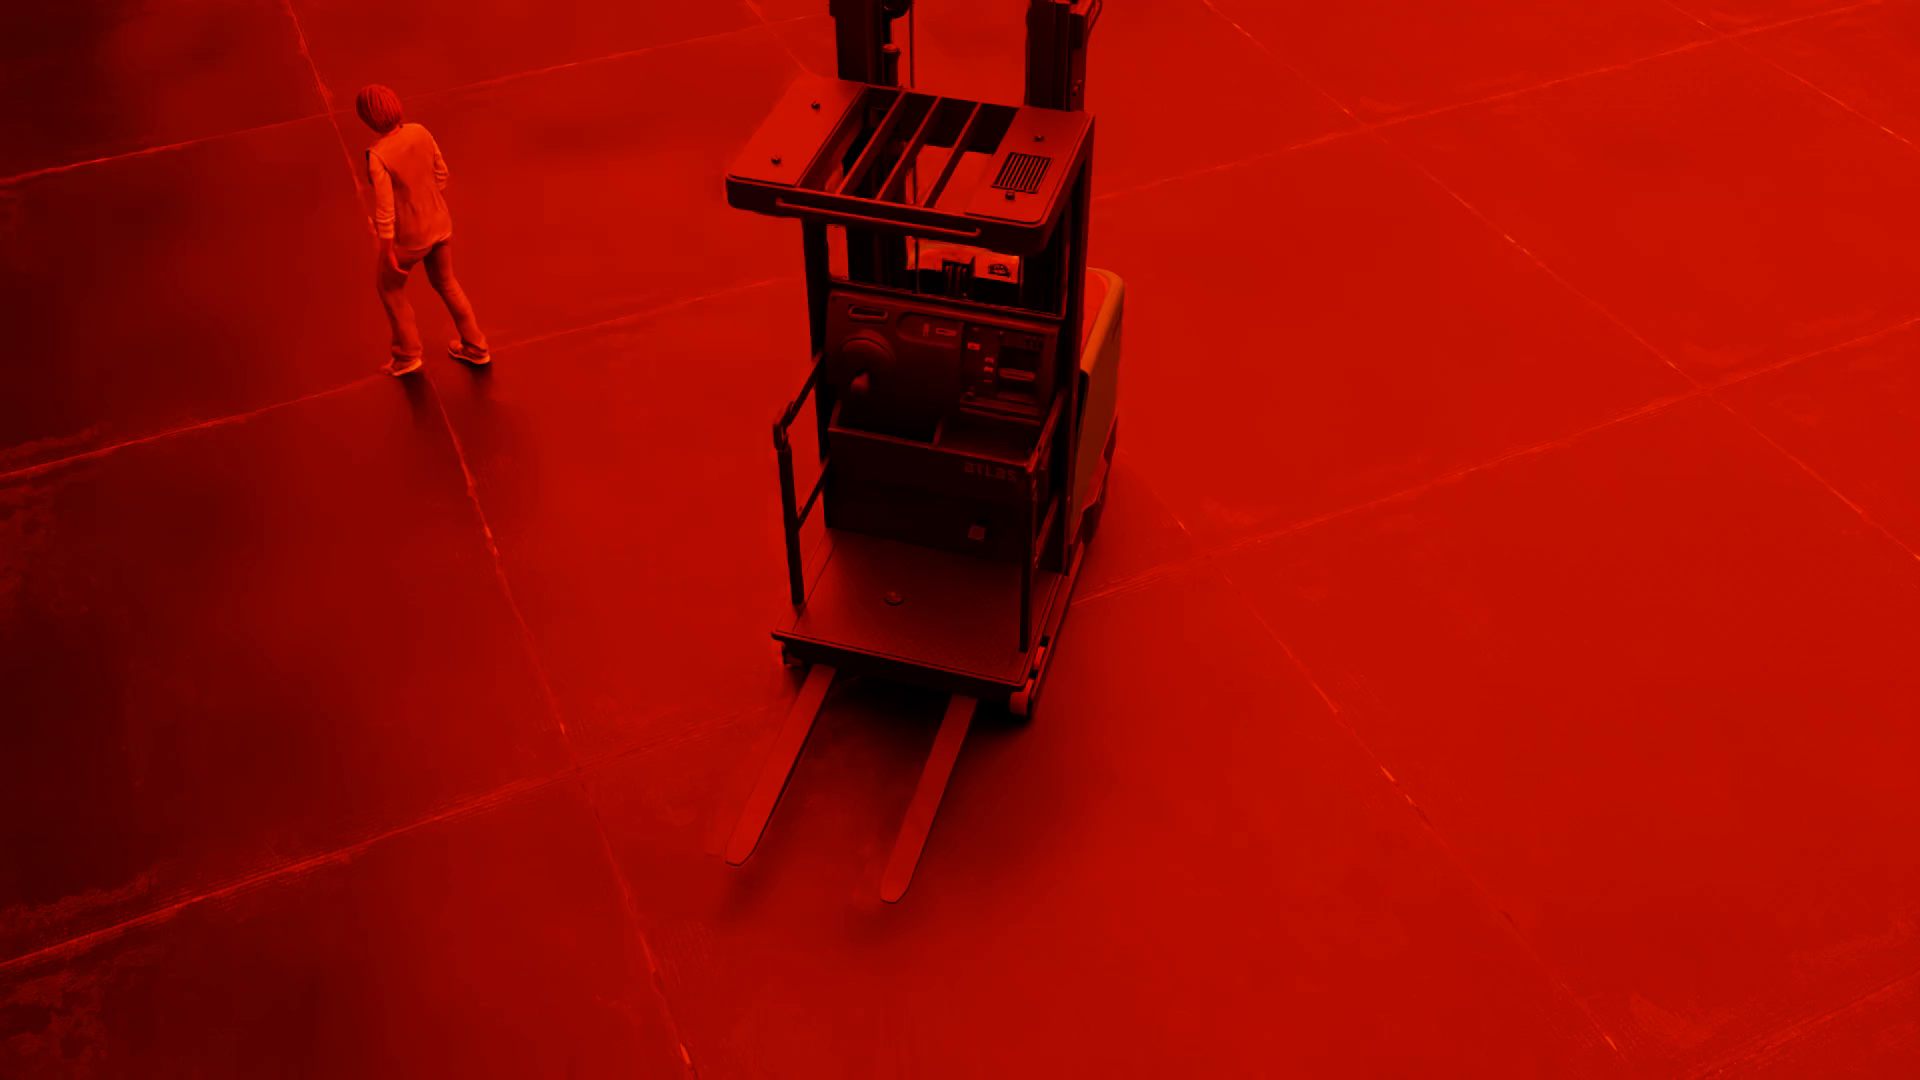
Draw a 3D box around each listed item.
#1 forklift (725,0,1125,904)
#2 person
[{"bbox_3d":[-0.136,-0.634,6.359,1.130,2.935,3.031,11,44,12],"label":"forklift"},{"bbox_3d":[-2.744,-1.528,8.341,0.513,1.623,0.518,21,47,21],"label":"person"}]
